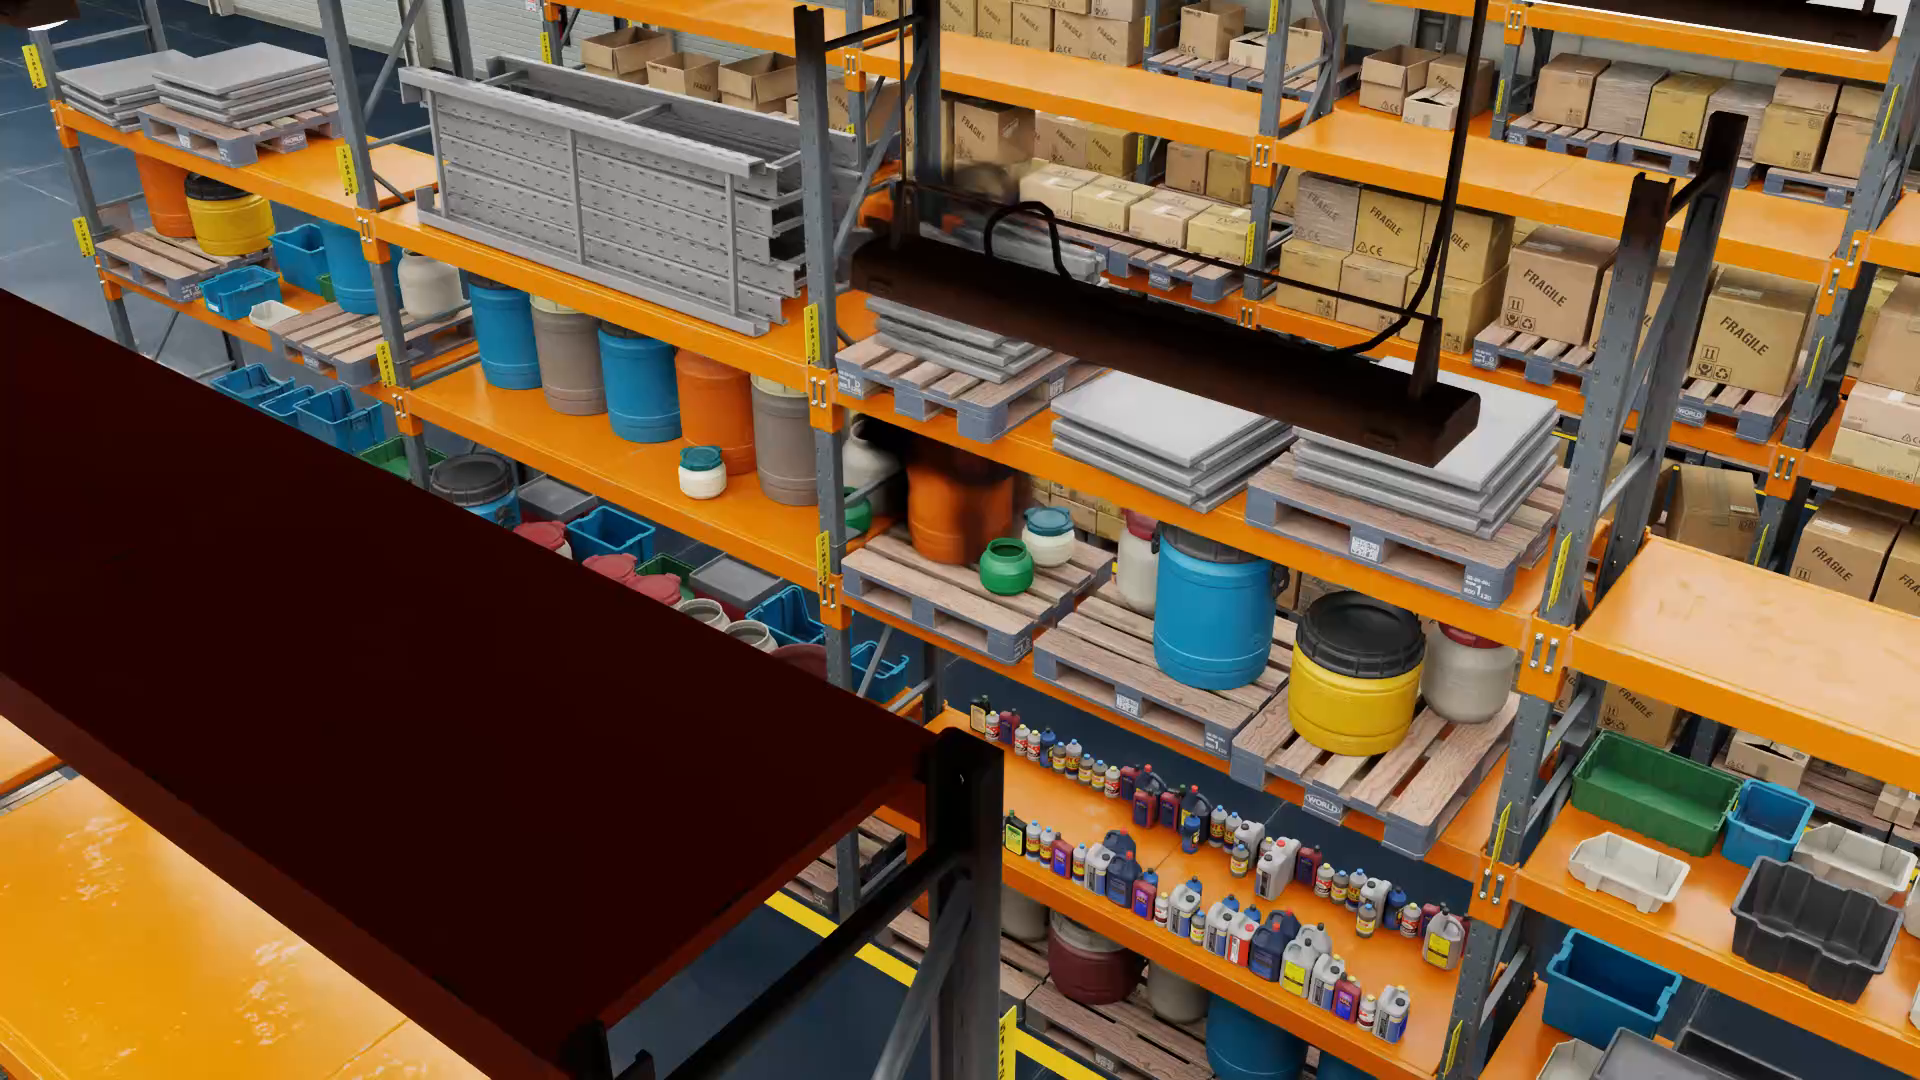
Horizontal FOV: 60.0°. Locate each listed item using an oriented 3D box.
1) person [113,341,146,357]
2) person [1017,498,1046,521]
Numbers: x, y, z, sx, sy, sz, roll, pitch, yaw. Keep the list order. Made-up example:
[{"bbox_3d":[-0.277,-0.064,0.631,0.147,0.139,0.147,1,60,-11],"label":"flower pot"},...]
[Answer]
[{"bbox_3d":[-7.762,-1.287,15.987,0.792,1.484,0.637,-16,35,-25],"label":"person"},{"bbox_3d":[0.548,0.401,13.016,0.638,1.644,0.570,17,35,26],"label":"person"}]
